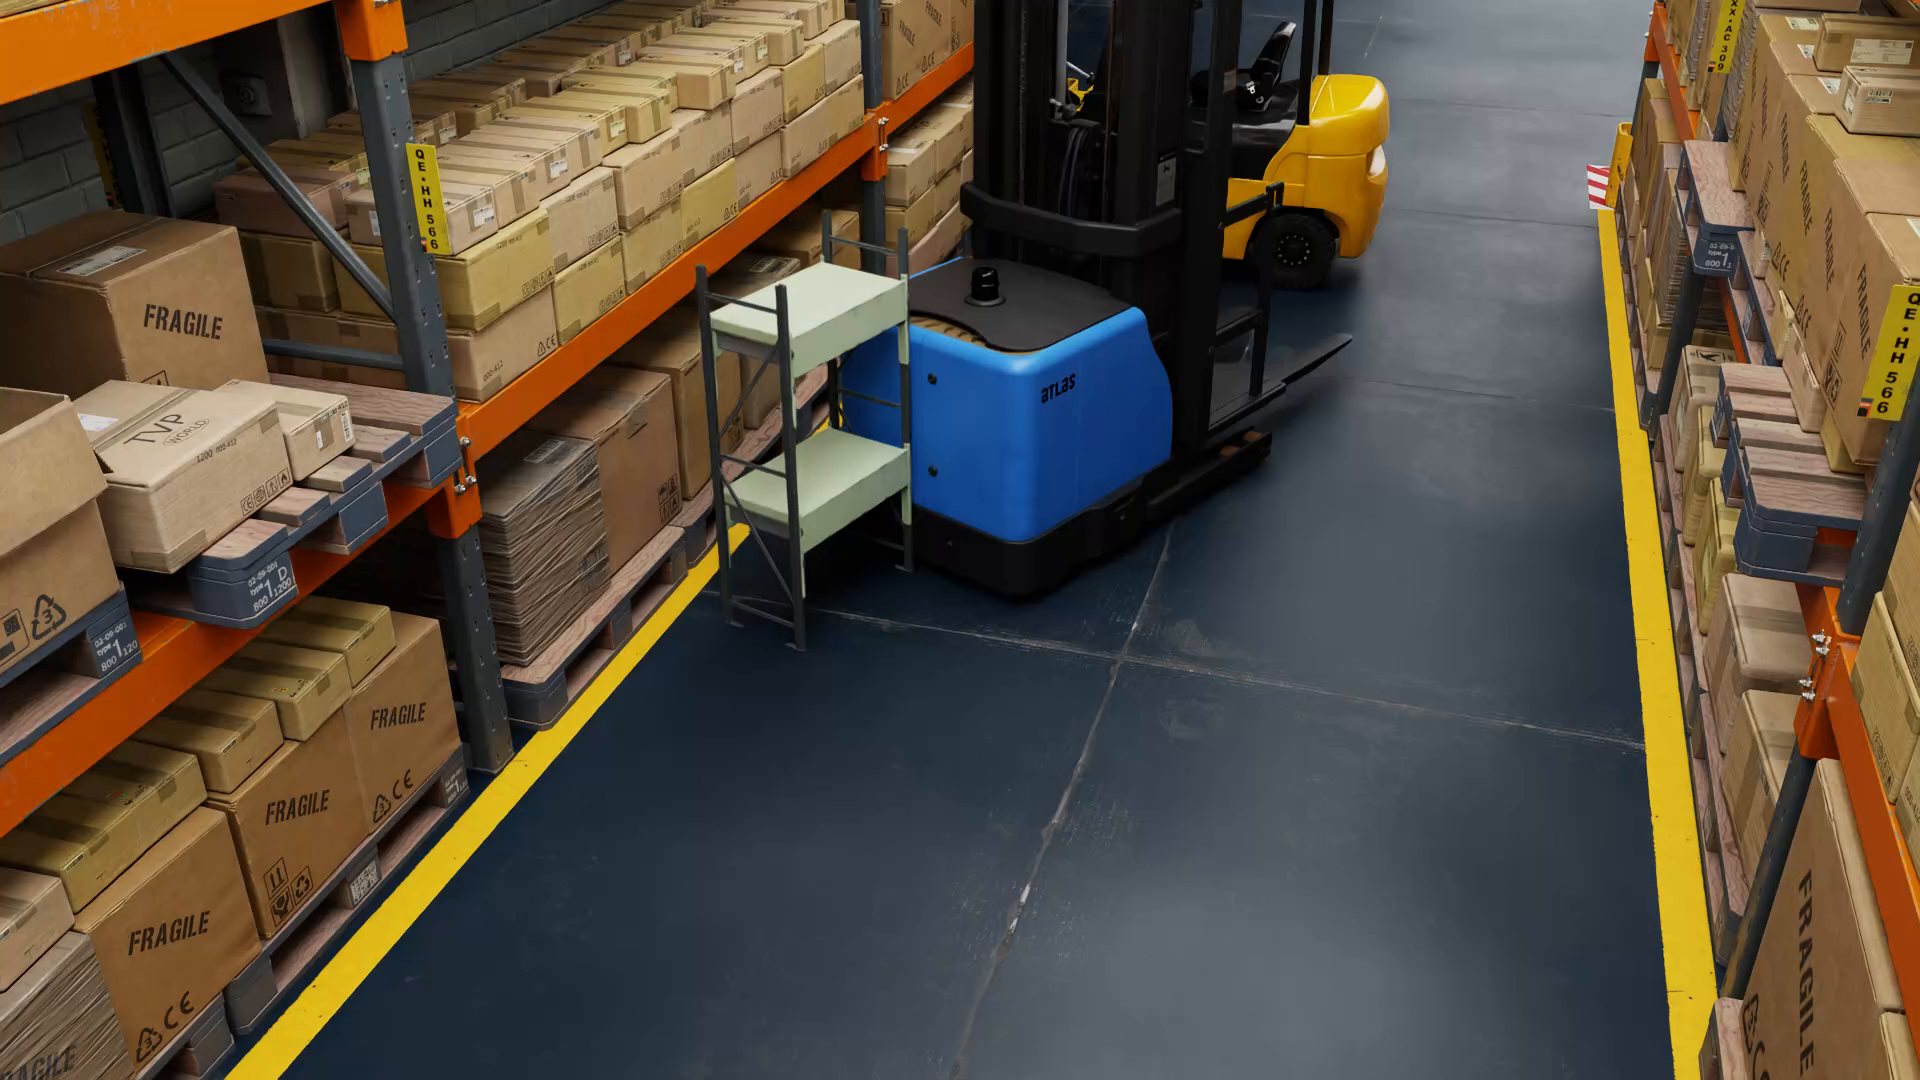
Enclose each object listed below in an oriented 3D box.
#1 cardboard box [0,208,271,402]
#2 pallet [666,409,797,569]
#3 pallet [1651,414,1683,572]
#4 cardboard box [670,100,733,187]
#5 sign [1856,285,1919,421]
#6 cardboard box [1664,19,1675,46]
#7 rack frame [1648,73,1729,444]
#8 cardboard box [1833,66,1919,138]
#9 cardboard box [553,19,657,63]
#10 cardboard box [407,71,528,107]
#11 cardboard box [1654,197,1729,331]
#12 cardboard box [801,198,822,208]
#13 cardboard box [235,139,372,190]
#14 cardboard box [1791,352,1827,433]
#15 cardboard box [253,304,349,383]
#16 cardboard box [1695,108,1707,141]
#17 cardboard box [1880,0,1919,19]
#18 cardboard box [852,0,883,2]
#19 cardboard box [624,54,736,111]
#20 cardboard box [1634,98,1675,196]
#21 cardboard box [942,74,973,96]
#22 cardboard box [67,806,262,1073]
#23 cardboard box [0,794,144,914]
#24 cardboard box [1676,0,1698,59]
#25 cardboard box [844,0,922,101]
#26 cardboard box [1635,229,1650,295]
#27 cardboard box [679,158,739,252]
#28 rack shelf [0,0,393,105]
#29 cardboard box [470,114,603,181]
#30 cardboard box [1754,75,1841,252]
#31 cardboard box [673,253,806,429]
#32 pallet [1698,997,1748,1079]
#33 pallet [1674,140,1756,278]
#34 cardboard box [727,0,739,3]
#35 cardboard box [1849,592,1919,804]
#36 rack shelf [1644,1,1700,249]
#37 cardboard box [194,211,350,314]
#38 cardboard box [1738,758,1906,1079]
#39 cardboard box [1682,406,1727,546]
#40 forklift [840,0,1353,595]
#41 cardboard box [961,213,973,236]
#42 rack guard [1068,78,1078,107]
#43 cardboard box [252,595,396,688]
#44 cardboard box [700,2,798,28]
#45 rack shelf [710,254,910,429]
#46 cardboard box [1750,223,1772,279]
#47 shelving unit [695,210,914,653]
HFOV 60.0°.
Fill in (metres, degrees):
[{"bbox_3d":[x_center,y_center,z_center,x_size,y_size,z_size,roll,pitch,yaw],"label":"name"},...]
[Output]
[{"bbox_3d":[-2.368,-0.599,4.707,0.500,0.500,0.500,10,31,17],"label":"cardboard box"},{"bbox_3d":[-1.429,-0.313,7.595,1.003,0.211,1.213,8,30,15],"label":"pallet"},{"bbox_3d":[3.626,-0.161,7.322,1.003,0.211,1.213,8,30,15],"label":"pallet"},{"bbox_3d":[-1.259,-1.627,6.730,0.500,0.250,0.500,9,30,16],"label":"cardboard box"},{"bbox_3d":[2.157,-0.427,3.822,0.100,0.325,0.005,8,30,15],"label":"sign"},{"bbox_3d":[4.395,-3.020,9.851,0.380,0.149,0.250,9,30,16],"label":"cardboard box"},{"bbox_3d":[3.853,-1.741,7.295,1.000,3.000,0.127,8,30,15],"label":"rack frame"},{"bbox_3d":[2.889,-1.324,5.036,0.380,0.149,0.250,7,30,12],"label":"cardboard box"},{"bbox_3d":[-1.557,-2.175,7.305,0.380,0.149,0.250,8,30,15],"label":"cardboard box"},{"bbox_3d":[-1.911,-1.708,6.464,0.380,0.149,0.250,8,30,14],"label":"cardboard box"},{"bbox_3d":[3.770,-1.364,8.242,0.500,0.500,0.500,8,30,14],"label":"cardboard box"},{"bbox_3d":[-0.946,-1.904,9.469,0.500,0.250,0.500,8,30,14],"label":"cardboard box"},{"bbox_3d":[-2.195,-1.234,5.612,0.380,0.149,0.250,9,30,16],"label":"cardboard box"},{"bbox_3d":[2.591,-0.400,4.711,0.380,0.149,0.250,8,30,14],"label":"cardboard box"},{"bbox_3d":[-2.180,-0.769,5.701,0.500,0.250,0.500,8,30,14],"label":"cardboard box"},{"bbox_3d":[3.722,-1.941,7.912,0.380,0.149,0.250,9,30,16],"label":"cardboard box"},{"bbox_3d":[3.937,-1.851,6.651,0.500,0.500,0.500,8,30,14],"label":"cardboard box"},{"bbox_3d":[-0.548,-2.886,8.581,0.380,0.149,0.250,8,30,14],"label":"cardboard box"},{"bbox_3d":[-1.132,-1.852,6.724,0.380,0.149,0.250,8,30,14],"label":"cardboard box"},{"bbox_3d":[4.370,-2.320,9.959,0.500,0.500,0.500,7,30,13],"label":"cardboard box"},{"bbox_3d":[0.005,-2.759,10.491,0.500,0.250,0.500,8,30,14],"label":"cardboard box"},{"bbox_3d":[-2.294,1.022,4.467,0.500,0.500,0.500,10,31,17],"label":"cardboard box"},{"bbox_3d":[-2.334,0.782,4.231,0.380,0.149,0.250,8,30,14],"label":"cardboard box"},{"bbox_3d":[4.184,-2.878,8.929,0.500,0.500,0.500,8,30,14],"label":"cardboard box"},{"bbox_3d":[-0.513,-2.660,8.844,0.500,0.500,0.500,8,30,13],"label":"cardboard box"},{"bbox_3d":[4.070,-1.521,9.295,0.500,0.250,0.500,9,30,16],"label":"cardboard box"},{"bbox_3d":[-1.253,-1.409,6.851,0.500,0.250,0.500,9,30,16],"label":"cardboard box"},{"bbox_3d":[-2.654,-0.656,2.998,1.077,0.370,4.000,8,30,15],"label":"rack shelf"},{"bbox_3d":[-1.500,-1.393,5.898,0.380,0.149,0.250,9,30,15],"label":"cardboard box"},{"bbox_3d":[2.996,-1.221,5.518,0.500,0.500,0.500,7,30,13],"label":"cardboard box"},{"bbox_3d":[-1.271,-0.990,7.955,0.875,0.625,0.625,8,30,14],"label":"cardboard box"},{"bbox_3d":[2.375,1.692,3.992,1.003,0.211,1.213,8,30,15],"label":"pallet"},{"bbox_3d":[3.489,-1.323,6.740,1.003,0.211,1.213,8,30,15],"label":"pallet"},{"bbox_3d":[-1.201,-2.642,8.144,0.380,0.149,0.250,8,30,14],"label":"cardboard box"},{"bbox_3d":[2.295,0.375,3.645,0.500,0.250,0.500,8,30,14],"label":"cardboard box"},{"bbox_3d":[4.440,-2.356,9.140,1.077,0.370,4.000,8,30,15],"label":"rack shelf"},{"bbox_3d":[-2.201,-0.990,5.585,0.500,0.250,0.500,9,30,16],"label":"cardboard box"},{"bbox_3d":[2.397,1.172,3.812,0.875,0.875,0.875,8,30,14],"label":"cardboard box"},{"bbox_3d":[3.494,-0.198,6.791,0.950,0.372,0.625,10,31,18],"label":"cardboard box"},{"bbox_3d":[0.824,-1.699,7.289,1.130,2.935,3.031,23,36,35],"label":"forklift"},{"bbox_3d":[-0.165,-2.086,10.312,0.500,0.250,0.500,9,30,16],"label":"cardboard box"},{"bbox_3d":[0.288,-3.226,12.534,1.175,0.500,0.348,8,30,15],"label":"rack guard"},{"bbox_3d":[-1.970,0.302,5.093,0.380,0.149,0.250,7,30,12],"label":"cardboard box"},{"bbox_3d":[-0.962,-2.356,7.629,0.380,0.149,0.250,8,30,15],"label":"cardboard box"},{"bbox_3d":[-0.570,-0.763,6.276,0.431,0.370,0.720,18,34,29],"label":"rack shelf"},{"bbox_3d":[2.979,-1.002,5.791,0.380,0.149,0.250,10,31,17],"label":"cardboard box"},{"bbox_3d":[-0.570,-0.422,6.466,0.431,1.500,0.755,18,34,29],"label":"shelving unit"}]
